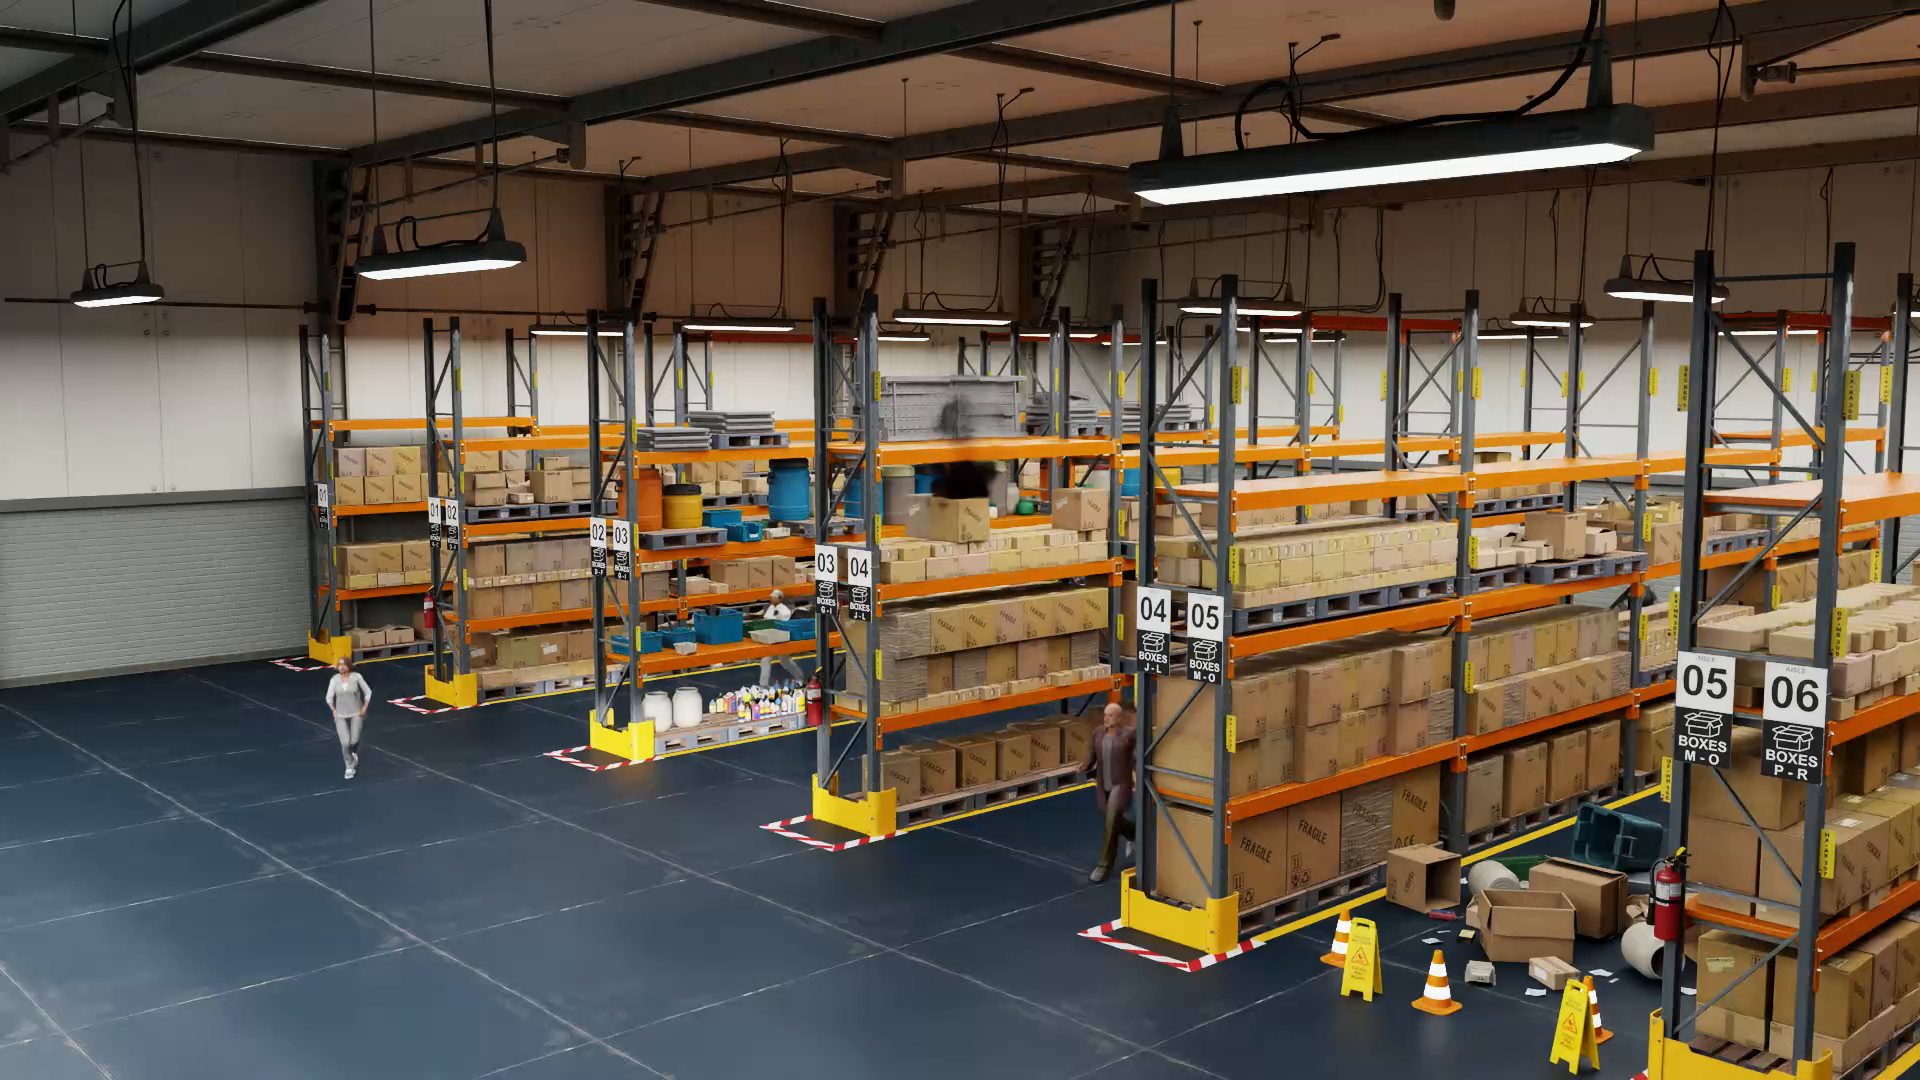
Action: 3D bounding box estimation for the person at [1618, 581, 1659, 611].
[{"bbox_3d":[11.848,1.461,28.933,0.664,1.617,0.662,-1,6,-7],"label":"person"}]

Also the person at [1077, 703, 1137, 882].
[{"bbox_3d":[1.636,2.544,17.180,0.690,1.771,1.042,5,8,41],"label":"person"}]

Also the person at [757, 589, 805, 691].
[{"bbox_3d":[-2.931,1.620,26.744,0.603,1.662,0.939,5,8,41],"label":"person"}]

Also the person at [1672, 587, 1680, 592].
[{"bbox_3d":[11.228,1.631,26.123,0.658,1.814,0.943,6,8,44],"label":"person"}]

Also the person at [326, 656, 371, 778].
[{"bbox_3d":[-7.811,2.255,21.246,0.545,1.564,0.490,-1,6,-14],"label":"person"}]
